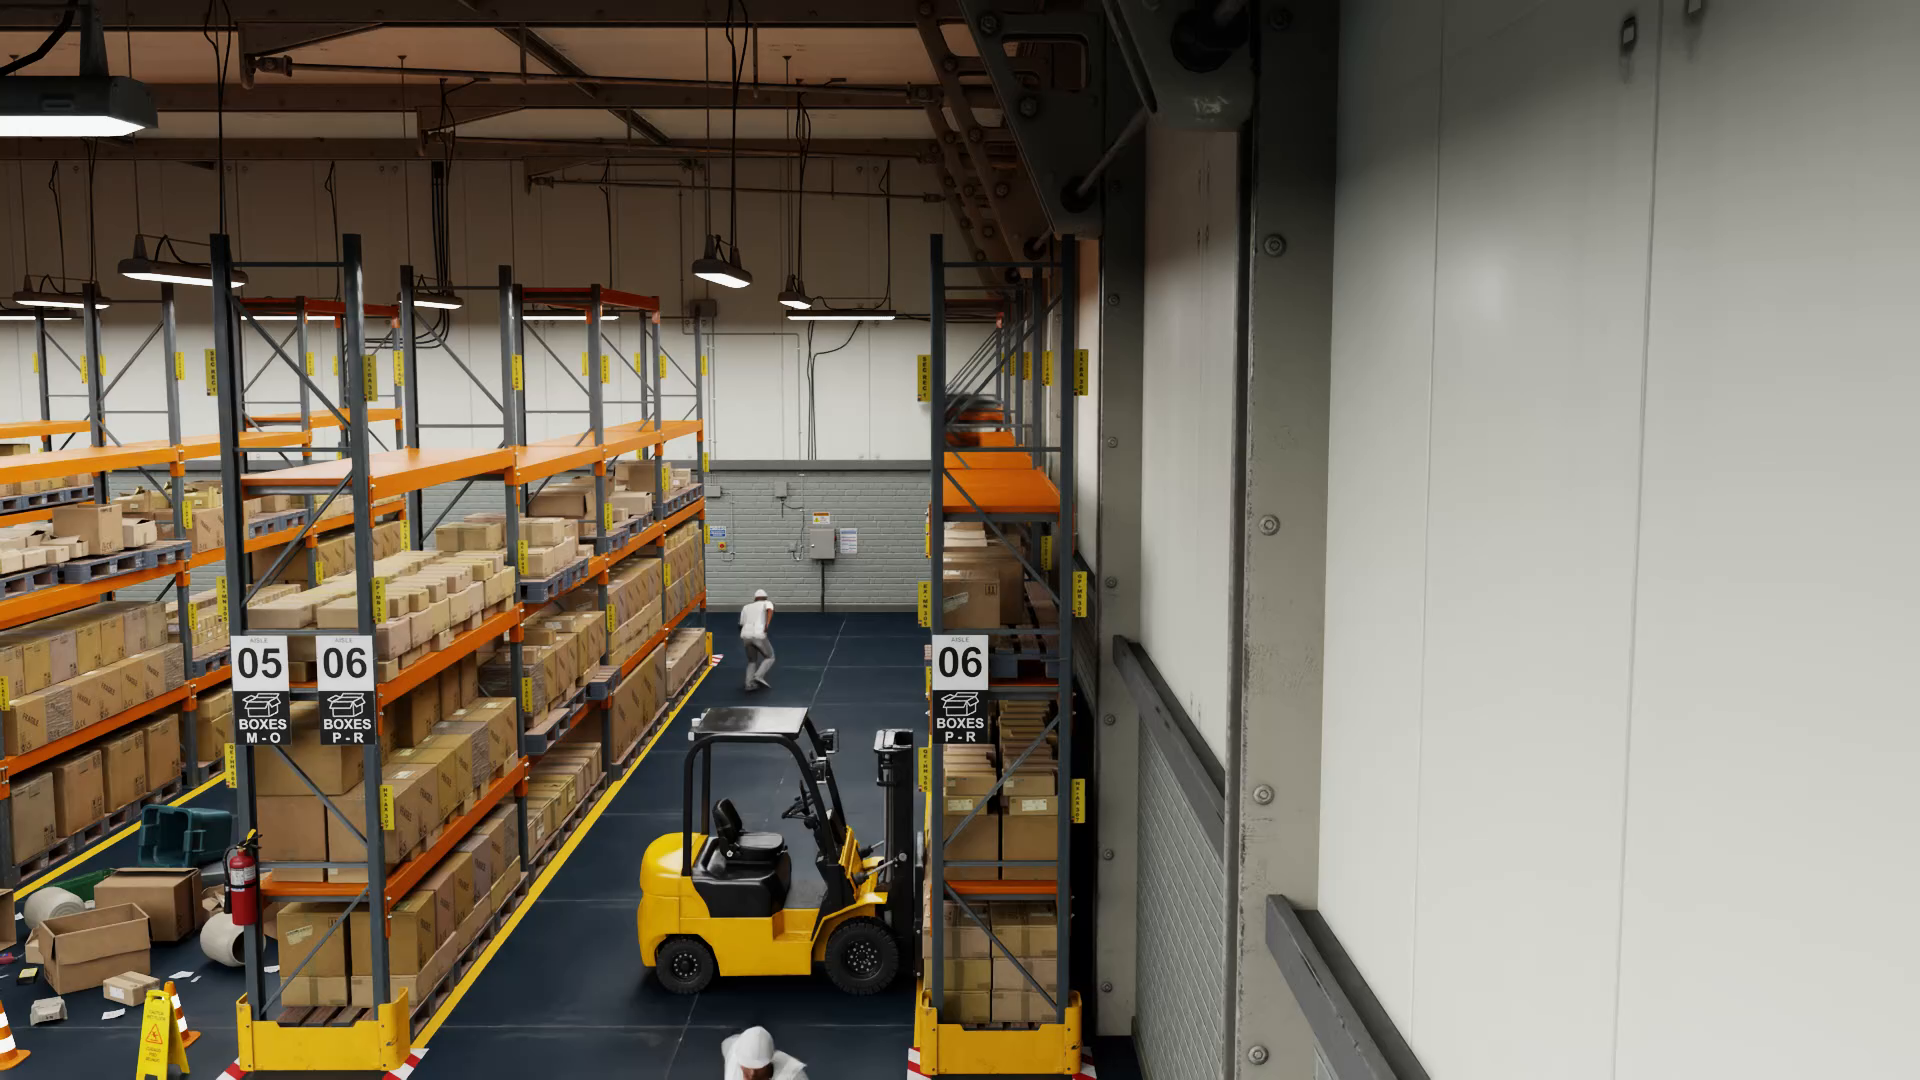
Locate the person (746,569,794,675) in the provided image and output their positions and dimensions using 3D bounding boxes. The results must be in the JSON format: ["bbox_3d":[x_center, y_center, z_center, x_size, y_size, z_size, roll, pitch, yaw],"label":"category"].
[{"bbox_3d":[-3.079,1.377,27.007,0.749,1.783,0.866,1,6,11],"label":"person"}]
